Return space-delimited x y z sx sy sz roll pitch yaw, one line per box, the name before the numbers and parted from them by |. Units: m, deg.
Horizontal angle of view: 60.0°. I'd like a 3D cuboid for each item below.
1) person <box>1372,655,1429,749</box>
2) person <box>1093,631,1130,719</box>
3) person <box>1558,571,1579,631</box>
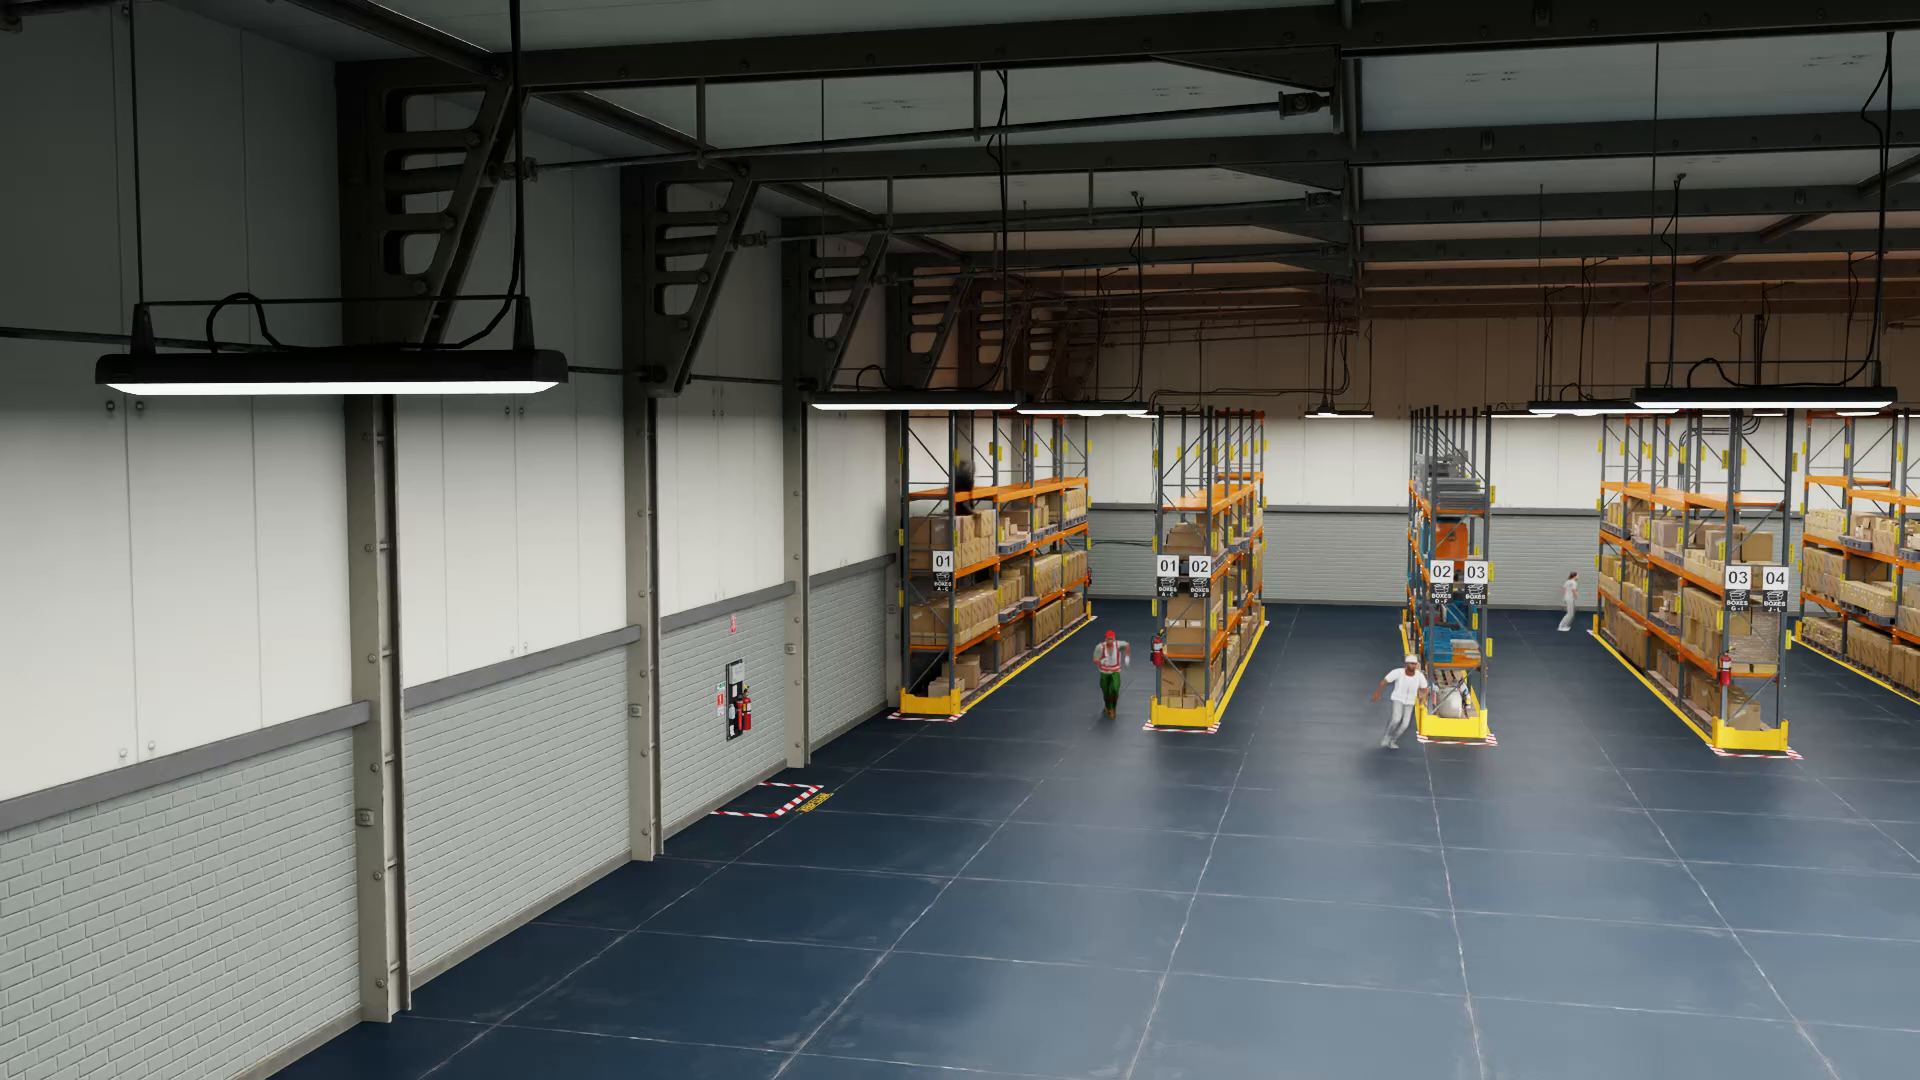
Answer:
person | 7.726 2.825 28.927 0.892 1.652 0.672 -1 4 -10
person | 2.914 2.578 32.048 0.711 1.738 0.921 0 4 2
person | 16.633 1.671 45.576 0.609 1.625 0.587 -1 4 -7
